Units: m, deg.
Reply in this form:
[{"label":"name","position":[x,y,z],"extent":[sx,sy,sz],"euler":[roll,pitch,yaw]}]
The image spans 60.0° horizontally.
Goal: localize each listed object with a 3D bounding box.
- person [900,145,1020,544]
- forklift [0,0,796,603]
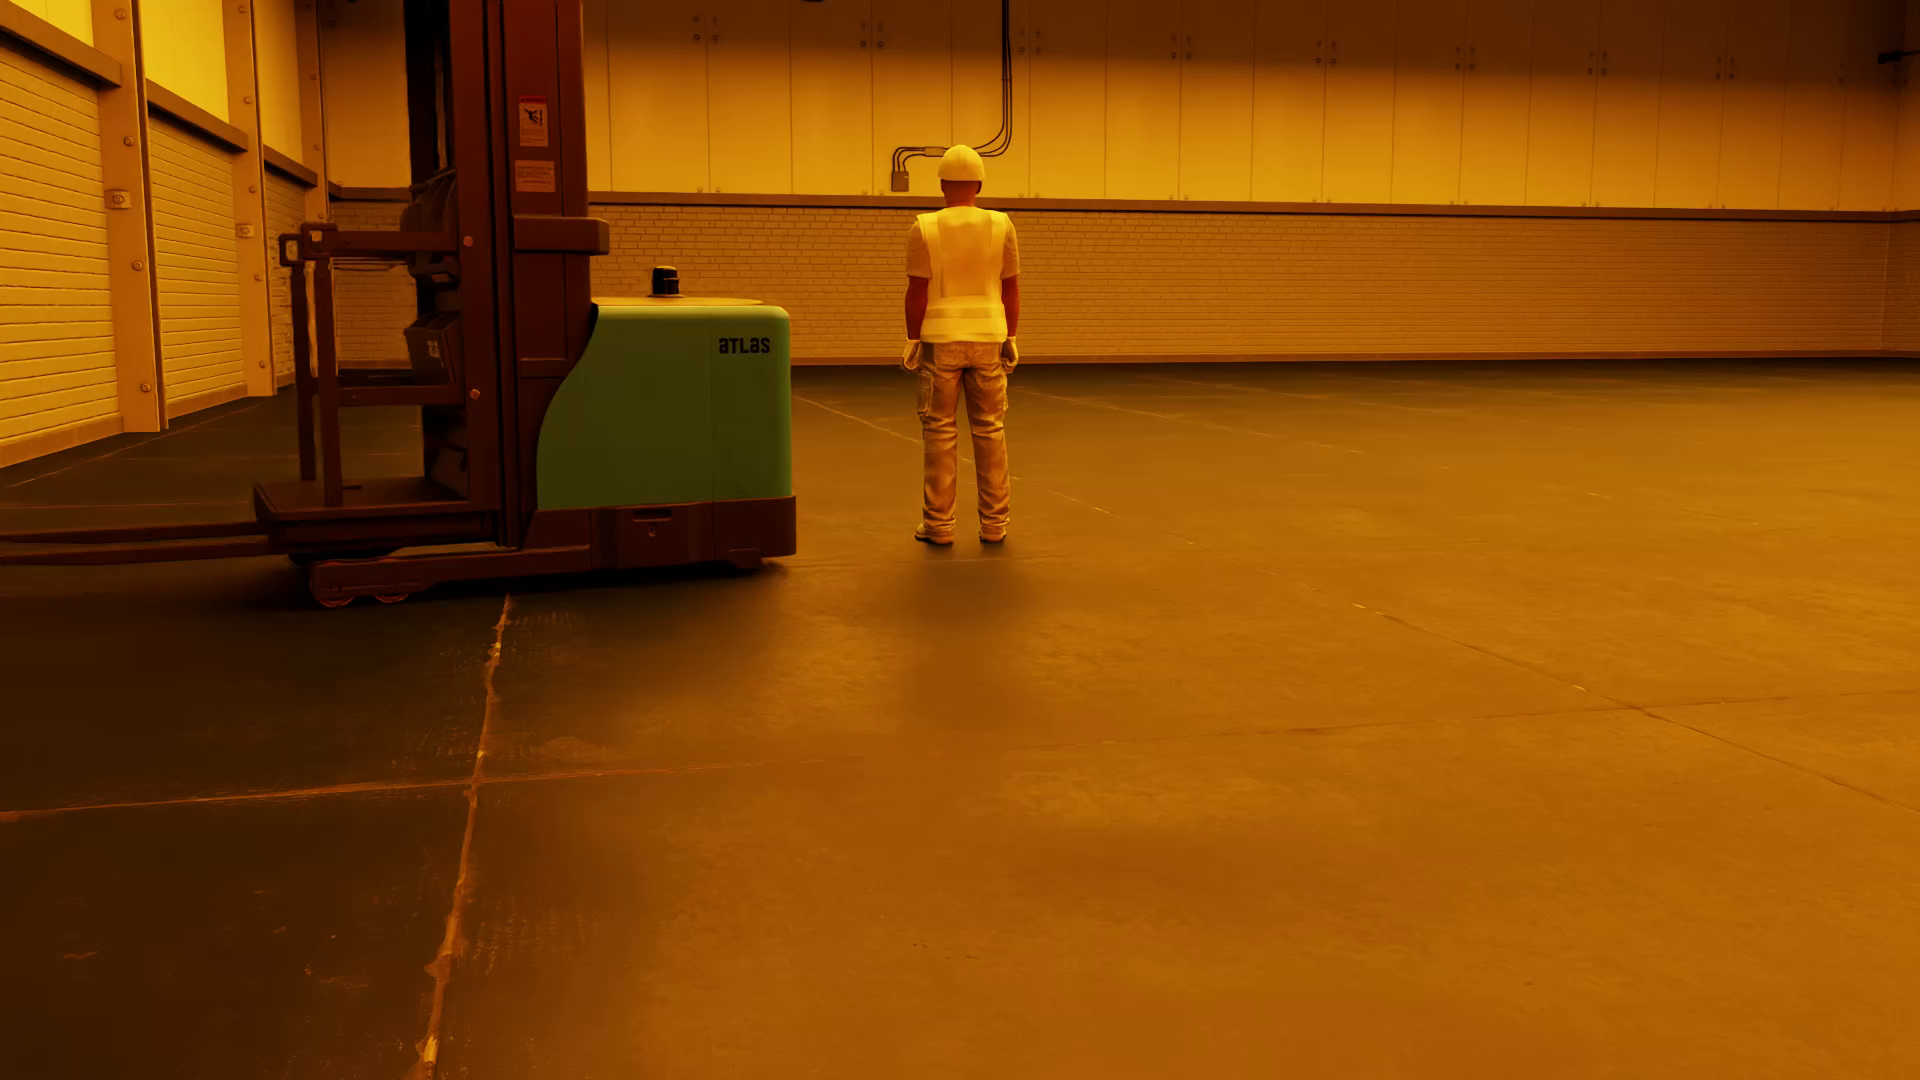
[{"label":"person","position":[-0.003,-0.884,7.585],"extent":[0.543,1.789,0.387],"euler":[-2,8,-13]},{"label":"forklift","position":[-2.224,-1.292,6.365],"extent":[3.031,2.935,1.130],"euler":[-4,9,-26]}]
